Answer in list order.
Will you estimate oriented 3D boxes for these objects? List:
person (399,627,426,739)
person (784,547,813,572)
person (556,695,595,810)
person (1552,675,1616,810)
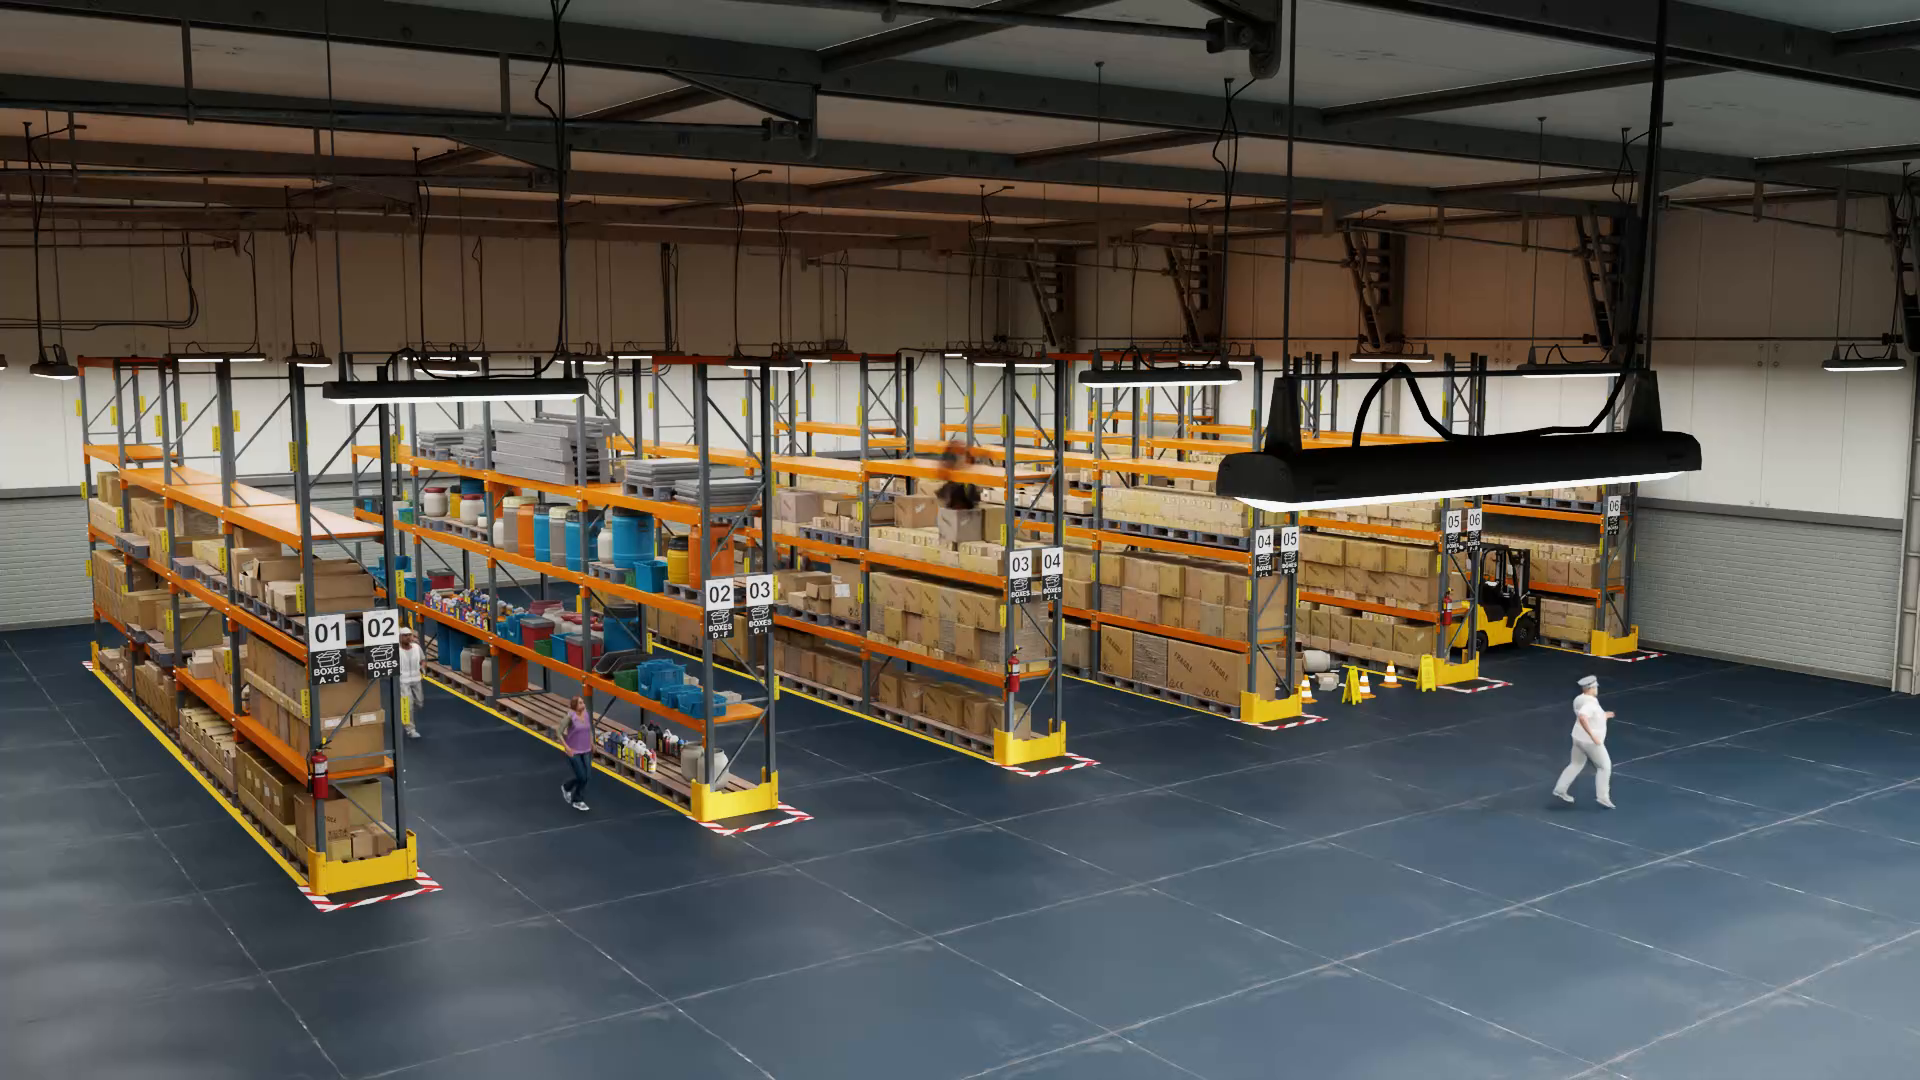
[{"bbox_3d":[-8.821,2.258,26.506,0.694,1.747,0.804,-6,9,-41],"label":"person"},{"bbox_3d":[-3.613,0.967,37.202,0.717,1.769,0.835,-5,8,-34],"label":"person"},{"bbox_3d":[-5.161,2.856,22.386,0.493,1.564,0.534,6,9,40],"label":"person"},{"bbox_3d":[8.452,2.734,22.427,0.837,1.839,0.640,-1,7,-10],"label":"person"}]
